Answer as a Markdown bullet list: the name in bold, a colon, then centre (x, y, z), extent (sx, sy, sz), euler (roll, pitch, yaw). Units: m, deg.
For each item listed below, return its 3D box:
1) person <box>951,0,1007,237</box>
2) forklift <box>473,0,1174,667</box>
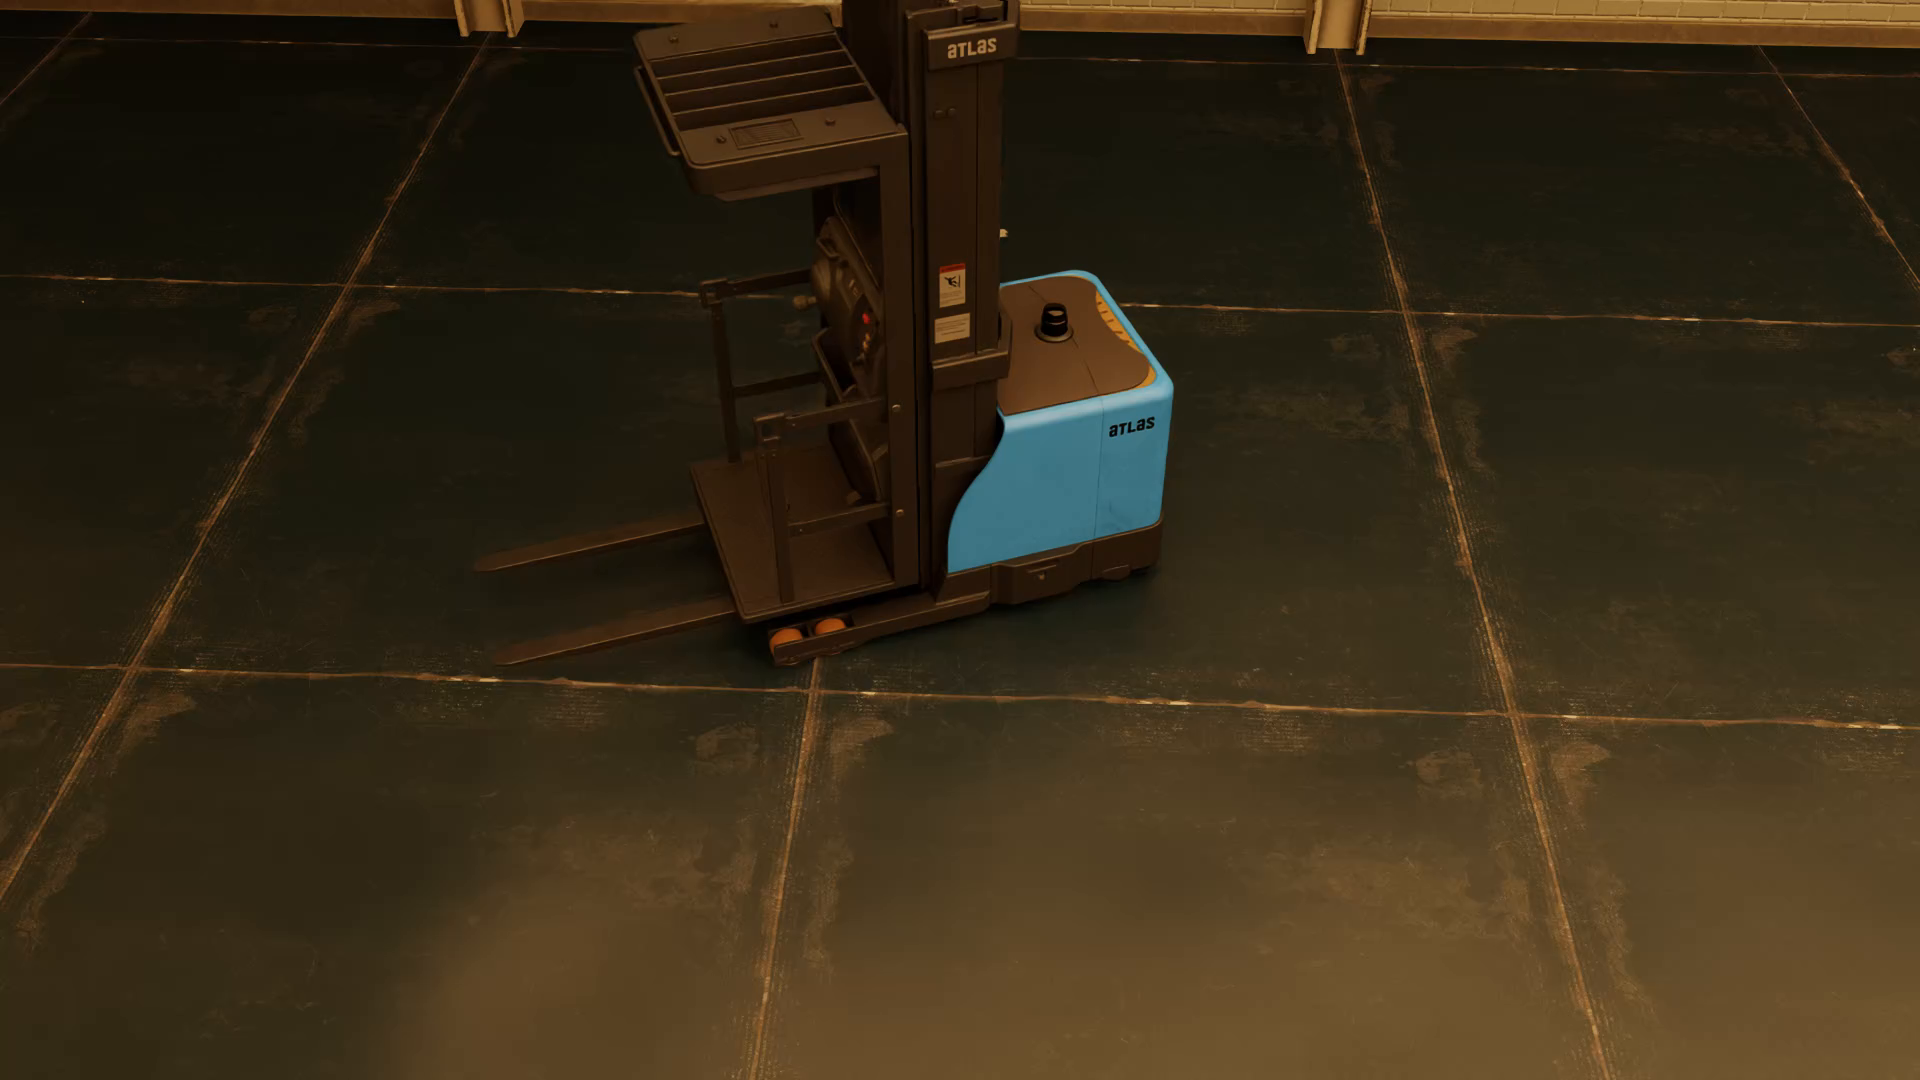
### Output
- **person**: centre (-0.089, -2.320, 9.351), extent (0.719, 1.540, 0.822), euler (-30, 50, -28)
- **forklift**: centre (-0.647, -0.933, 6.764), extent (3.031, 2.935, 1.130), euler (-13, 44, -14)
